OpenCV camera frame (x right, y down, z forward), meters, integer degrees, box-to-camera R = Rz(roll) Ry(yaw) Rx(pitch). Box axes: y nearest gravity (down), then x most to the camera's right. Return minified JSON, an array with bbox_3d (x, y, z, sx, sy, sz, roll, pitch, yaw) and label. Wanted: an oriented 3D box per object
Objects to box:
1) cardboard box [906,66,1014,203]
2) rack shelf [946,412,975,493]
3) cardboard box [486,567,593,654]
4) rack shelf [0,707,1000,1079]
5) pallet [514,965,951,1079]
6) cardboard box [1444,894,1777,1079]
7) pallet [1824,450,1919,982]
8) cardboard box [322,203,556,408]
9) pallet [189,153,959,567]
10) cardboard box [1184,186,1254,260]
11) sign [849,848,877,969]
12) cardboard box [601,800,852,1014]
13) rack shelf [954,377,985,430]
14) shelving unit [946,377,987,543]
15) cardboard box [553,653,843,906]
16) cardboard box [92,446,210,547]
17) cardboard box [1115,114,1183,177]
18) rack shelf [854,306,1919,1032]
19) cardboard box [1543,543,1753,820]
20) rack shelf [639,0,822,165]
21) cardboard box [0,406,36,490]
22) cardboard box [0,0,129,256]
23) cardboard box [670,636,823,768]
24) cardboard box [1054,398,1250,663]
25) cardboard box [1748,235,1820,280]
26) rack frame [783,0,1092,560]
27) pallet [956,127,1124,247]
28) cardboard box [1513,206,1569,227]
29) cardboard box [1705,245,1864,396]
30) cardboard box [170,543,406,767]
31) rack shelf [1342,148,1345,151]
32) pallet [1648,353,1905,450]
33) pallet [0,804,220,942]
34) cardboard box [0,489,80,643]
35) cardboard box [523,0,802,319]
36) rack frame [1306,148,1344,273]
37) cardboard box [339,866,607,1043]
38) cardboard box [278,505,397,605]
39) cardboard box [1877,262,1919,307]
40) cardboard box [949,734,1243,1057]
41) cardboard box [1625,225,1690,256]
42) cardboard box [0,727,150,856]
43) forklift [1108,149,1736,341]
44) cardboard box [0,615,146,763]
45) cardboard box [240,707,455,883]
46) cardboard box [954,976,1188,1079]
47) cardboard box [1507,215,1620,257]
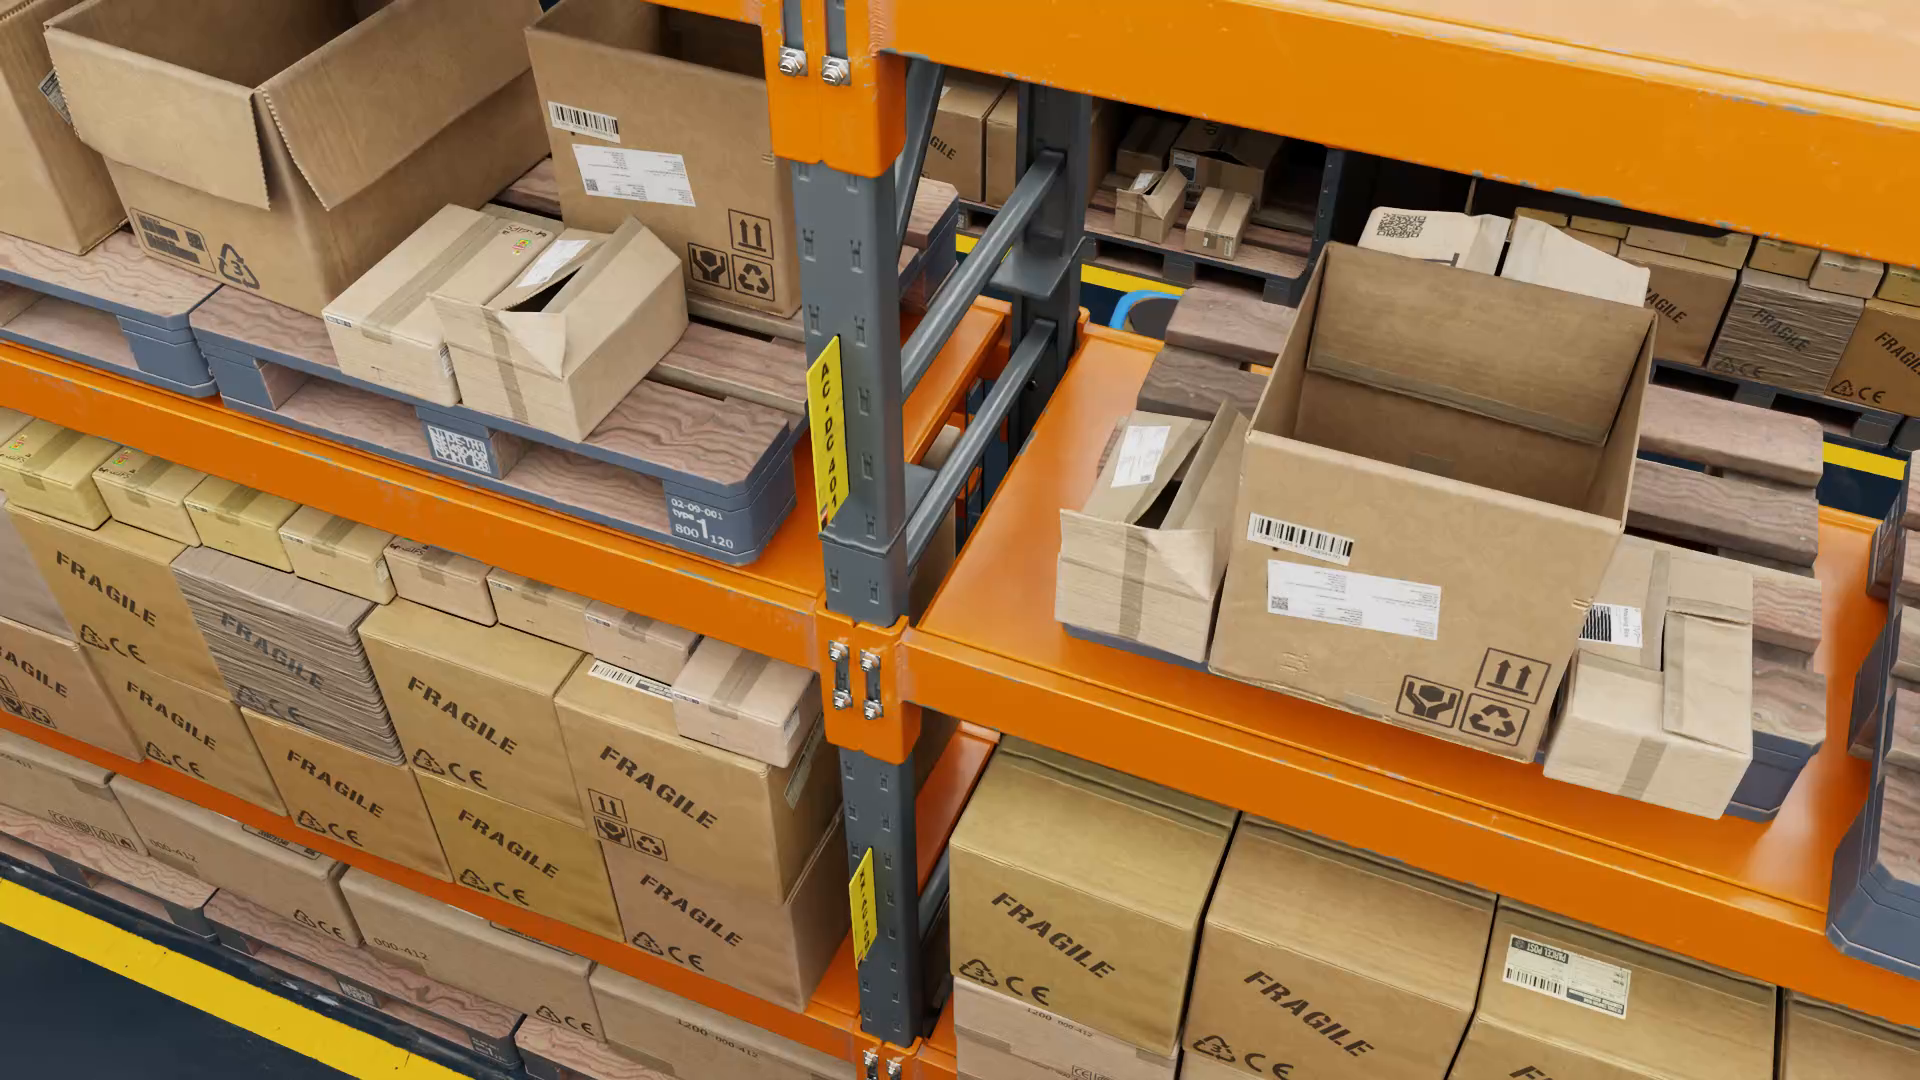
[{"bbox_3d":[-0.024,-2.133,8.581,0.500,0.500,0.500,17,47,17],"label":"cardboard box"},{"bbox_3d":[-0.049,-0.379,6.741,0.240,0.259,0.215,16,47,16],"label":"rack shelf"},{"bbox_3d":[-0.826,0.041,3.681,0.250,0.149,0.380,16,47,16],"label":"cardboard box"},{"bbox_3d":[-1.837,0.466,5.004,4.000,0.370,1.077,16,47,16],"label":"rack shelf"},{"bbox_3d":[-0.663,1.485,5.447,1.213,0.211,1.003,16,47,16],"label":"pallet"},{"bbox_3d":[1.247,0.928,3.249,0.500,0.500,0.500,15,47,15],"label":"cardboard box"},{"bbox_3d":[2.053,0.402,2.566,1.213,0.211,1.003,18,48,18],"label":"pallet"},{"bbox_3d":[-0.948,-0.442,3.089,0.250,0.149,0.380,17,47,17],"label":"cardboard box"},{"bbox_3d":[-0.742,-0.507,3.408,1.213,0.211,1.003,16,47,16],"label":"pallet"},{"bbox_3d":[1.289,-1.577,8.270,0.250,0.149,0.380,15,47,15],"label":"cardboard box"},{"bbox_3d":[-0.203,0.781,3.508,0.005,0.325,0.100,16,47,16],"label":"sign"},{"bbox_3d":[-0.517,0.759,4.129,0.500,0.500,0.500,17,47,16],"label":"cardboard box"},{"bbox_3d":[-0.049,-0.580,6.541,0.240,0.259,0.215,16,47,16],"label":"rack shelf"},{"bbox_3d":[-0.049,-0.387,6.733,0.252,1.050,0.215,16,47,16],"label":"shelving unit"},{"bbox_3d":[-0.533,0.416,3.765,0.500,0.500,0.500,16,47,16],"label":"cardboard box"},{"bbox_3d":[-1.786,-0.188,3.911,0.250,0.149,0.380,16,47,16],"label":"cardboard box"},{"bbox_3d":[0.998,-2.068,8.764,0.250,0.149,0.380,16,47,15],"label":"cardboard box"},{"bbox_3d":[1.855,0.489,2.855,4.000,0.370,1.077,16,47,16],"label":"rack shelf"},{"bbox_3d":[1.042,0.196,2.507,0.250,0.166,0.380,13,46,13],"label":"cardboard box"},{"bbox_3d":[-1.837,-1.519,3.029,4.000,0.370,1.077,16,47,16],"label":"rack shelf"},{"bbox_3d":[-2.270,-0.314,4.038,0.250,0.149,0.380,17,47,16],"label":"cardboard box"},{"bbox_3d":[-1.880,-0.970,3.371,0.500,0.500,0.500,17,47,17],"label":"cardboard box"},{"bbox_3d":[-0.398,0.258,3.464,0.250,0.149,0.380,15,47,15],"label":"cardboard box"},{"bbox_3d":[0.336,-0.047,2.680,0.258,0.266,0.396,16,47,15],"label":"cardboard box"},{"bbox_3d":[3.635,-1.332,7.316,0.250,0.149,0.380,17,47,16],"label":"cardboard box"},{"bbox_3d":[0.009,-1.373,2.089,0.127,3.000,1.000,16,47,16],"label":"rack frame"},{"bbox_3d":[0.153,-2.007,8.957,1.213,0.211,1.003,16,47,16],"label":"pallet"},{"bbox_3d":[2.672,-1.613,7.598,0.250,0.149,0.380,14,47,14],"label":"cardboard box"},{"bbox_3d":[3.707,-1.042,7.484,0.500,0.500,0.500,15,47,14],"label":"cardboard box"},{"bbox_3d":[-1.471,0.140,4.041,0.500,0.500,0.500,17,47,16],"label":"cardboard box"},{"bbox_3d":[3.762,-1.680,7.161,4.000,0.370,1.077,16,47,16],"label":"rack shelf"},{"bbox_3d":[3.812,-0.963,7.908,1.213,0.211,1.003,16,47,16],"label":"pallet"},{"bbox_3d":[-2.915,0.822,6.113,1.213,0.211,1.003,16,47,16],"label":"pallet"},{"bbox_3d":[-2.392,-0.136,4.319,0.500,0.500,0.500,16,47,16],"label":"cardboard box"},{"bbox_3d":[-0.453,-0.826,3.226,0.500,0.500,0.500,17,47,17],"label":"cardboard box"},{"bbox_3d":[1.917,-2.478,7.453,0.127,3.000,1.000,16,47,16],"label":"rack frame"},{"bbox_3d":[-1.356,1.030,5.446,0.875,0.438,0.875,15,47,15],"label":"cardboard box"},{"bbox_3d":[-1.311,-0.060,3.783,0.250,0.149,0.380,16,47,16],"label":"cardboard box"},{"bbox_3d":[4.109,-1.177,7.160,0.250,0.149,0.380,16,47,15],"label":"cardboard box"},{"bbox_3d":[0.304,0.671,3.509,0.500,0.500,0.500,17,47,16],"label":"cardboard box"},{"bbox_3d":[3.146,-1.456,7.440,0.250,0.149,0.380,16,47,16],"label":"cardboard box"},{"bbox_3d":[-3.035,0.541,5.937,0.875,0.438,0.875,15,47,15],"label":"cardboard box"},{"bbox_3d":[1.933,-0.650,5.664,3.031,2.935,1.130,12,46,12],"label":"forklift"},{"bbox_3d":[-2.410,0.218,4.672,0.500,0.500,0.500,16,47,16],"label":"cardboard box"},{"bbox_3d":[-1.464,0.496,4.393,0.500,0.500,0.500,16,47,15],"label":"cardboard box"},{"bbox_3d":[0.307,0.933,3.777,0.500,0.250,0.500,15,47,15],"label":"cardboard box"},{"bbox_3d":[2.772,-1.325,7.769,0.500,0.500,0.500,16,47,15],"label":"cardboard box"}]
